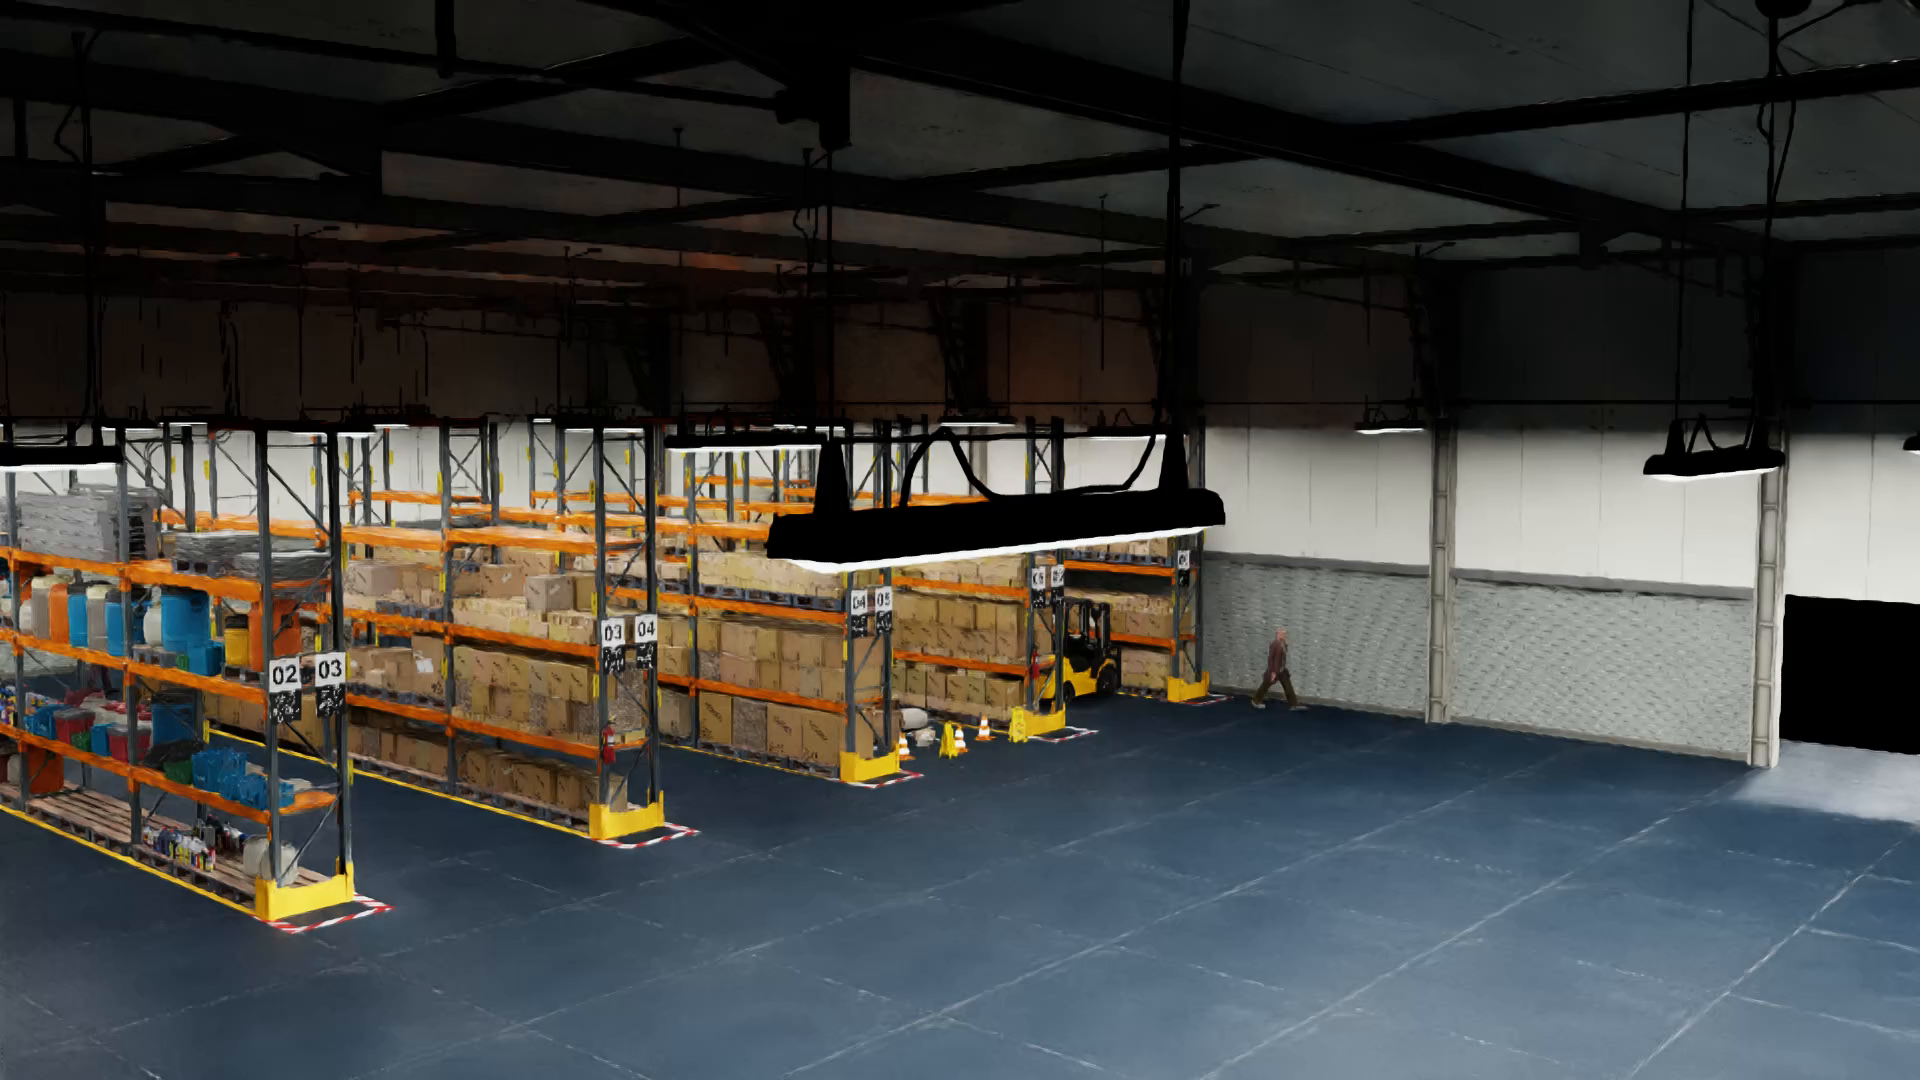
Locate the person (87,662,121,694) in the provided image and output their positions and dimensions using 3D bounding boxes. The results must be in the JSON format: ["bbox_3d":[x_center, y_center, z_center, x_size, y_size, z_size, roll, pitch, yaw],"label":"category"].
[{"bbox_3d":[-18.479,2.494,35.753,0.565,1.709,0.733,-1,5,-12],"label":"person"}]

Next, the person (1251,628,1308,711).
[{"bbox_3d":[6.507,2.638,34.035,1.193,1.698,0.585,4,7,43],"label":"person"}]
